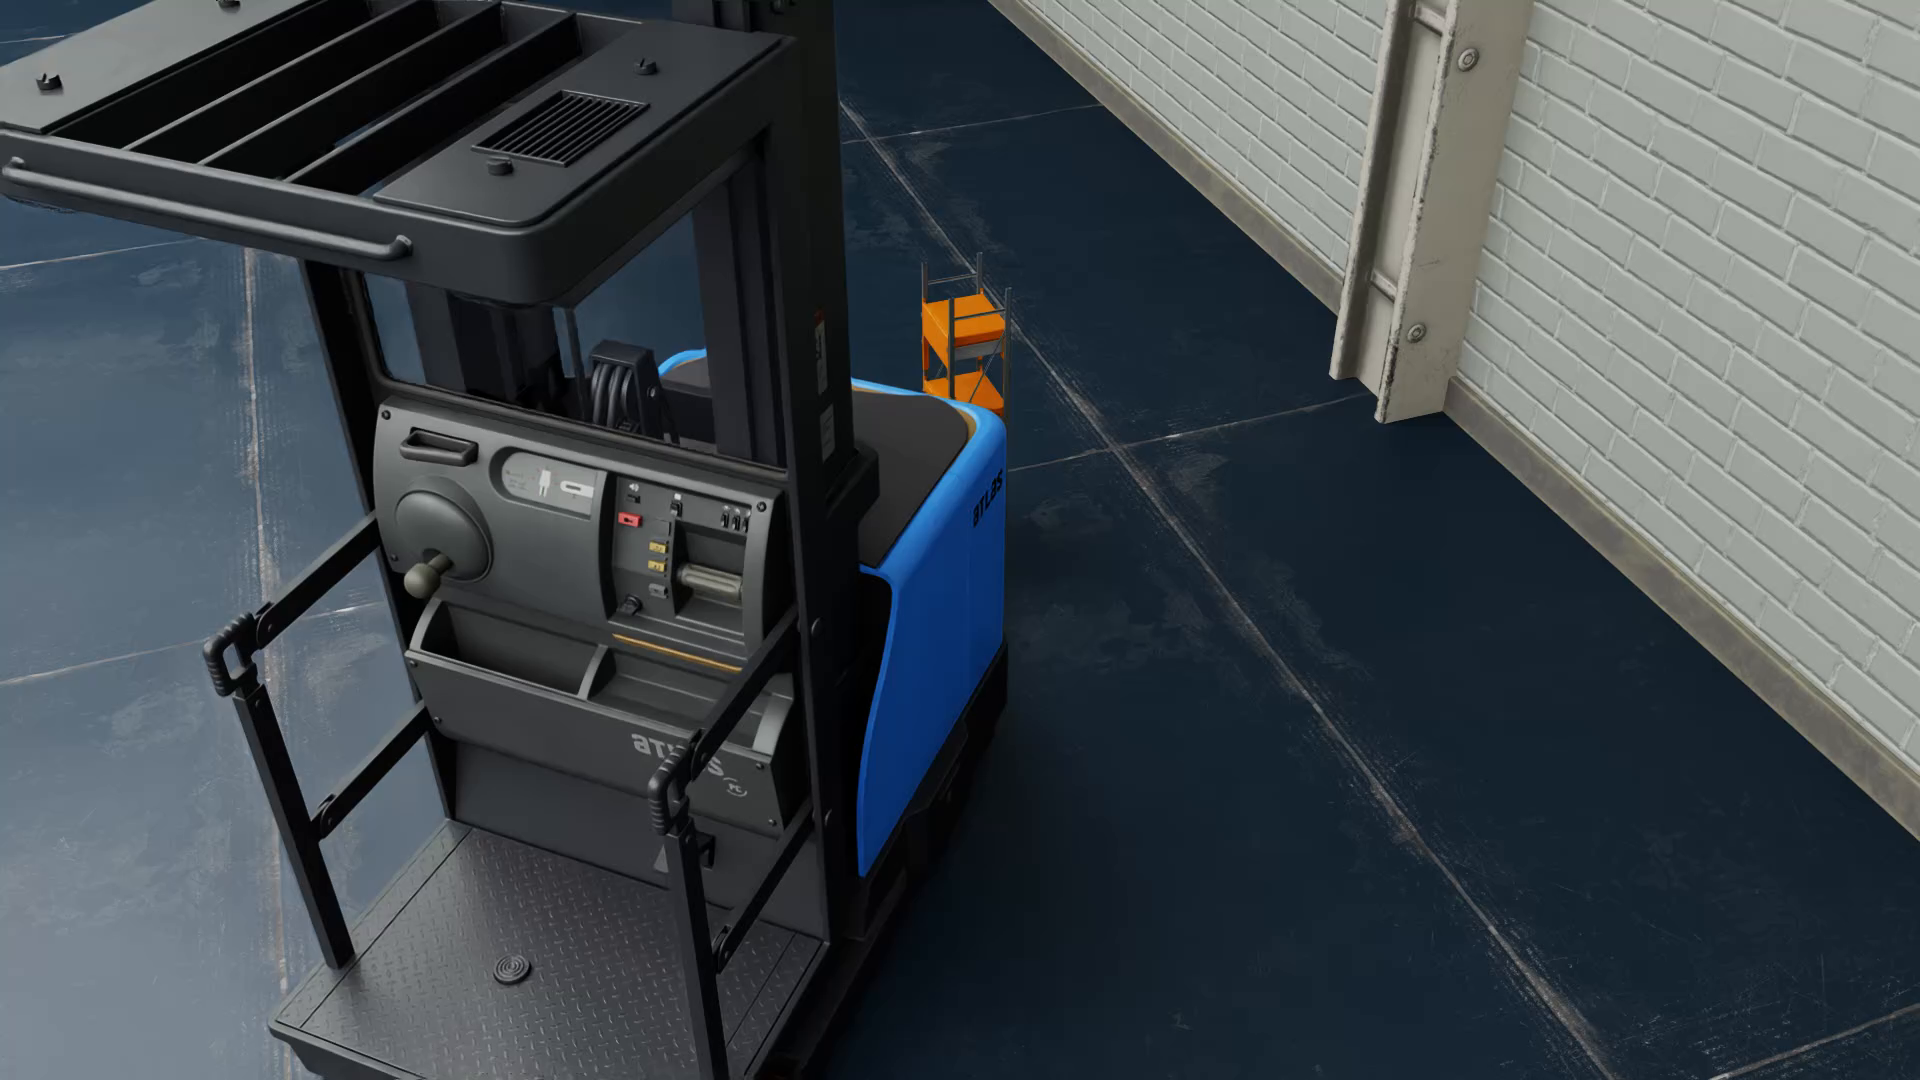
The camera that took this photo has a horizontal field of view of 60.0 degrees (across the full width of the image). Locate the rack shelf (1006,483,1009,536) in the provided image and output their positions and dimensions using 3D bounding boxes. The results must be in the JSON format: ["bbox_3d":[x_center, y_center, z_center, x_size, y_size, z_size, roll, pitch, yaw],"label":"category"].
[{"bbox_3d":[0.018,-0.159,5.568,0.215,0.259,0.240,-12,39,-16],"label":"rack shelf"}]

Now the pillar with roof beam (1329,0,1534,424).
[{"bbox_3d":[-2.360,-3.289,2.637,9.100,9.000,0.400,-12,39,-16],"label":"pillar with roof beam"}]

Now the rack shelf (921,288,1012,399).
[{"bbox_3d":[0.018,-0.607,5.230,0.215,0.259,0.240,-12,39,-16],"label":"rack shelf"}]

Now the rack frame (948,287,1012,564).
[{"bbox_3d":[0.060,-0.320,5.302,0.200,1.050,0.008,-12,39,-16],"label":"rack frame"}]

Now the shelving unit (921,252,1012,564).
[{"bbox_3d":[0.018,-0.389,5.394,0.215,1.050,0.252,-12,39,-16],"label":"shelving unit"}]

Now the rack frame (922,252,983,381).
[{"bbox_3d":[-0.024,-0.458,5.485,0.200,1.050,0.008,-12,39,-16],"label":"rack frame"}]

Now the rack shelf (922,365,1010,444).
[{"bbox_3d":[0.018,-0.381,5.400,0.215,0.259,0.240,-12,39,-16],"label":"rack shelf"}]

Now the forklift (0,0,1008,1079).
[{"bbox_3d":[-0.880,0.054,3.243,1.130,2.935,3.031,14,39,17],"label":"forklift"}]
